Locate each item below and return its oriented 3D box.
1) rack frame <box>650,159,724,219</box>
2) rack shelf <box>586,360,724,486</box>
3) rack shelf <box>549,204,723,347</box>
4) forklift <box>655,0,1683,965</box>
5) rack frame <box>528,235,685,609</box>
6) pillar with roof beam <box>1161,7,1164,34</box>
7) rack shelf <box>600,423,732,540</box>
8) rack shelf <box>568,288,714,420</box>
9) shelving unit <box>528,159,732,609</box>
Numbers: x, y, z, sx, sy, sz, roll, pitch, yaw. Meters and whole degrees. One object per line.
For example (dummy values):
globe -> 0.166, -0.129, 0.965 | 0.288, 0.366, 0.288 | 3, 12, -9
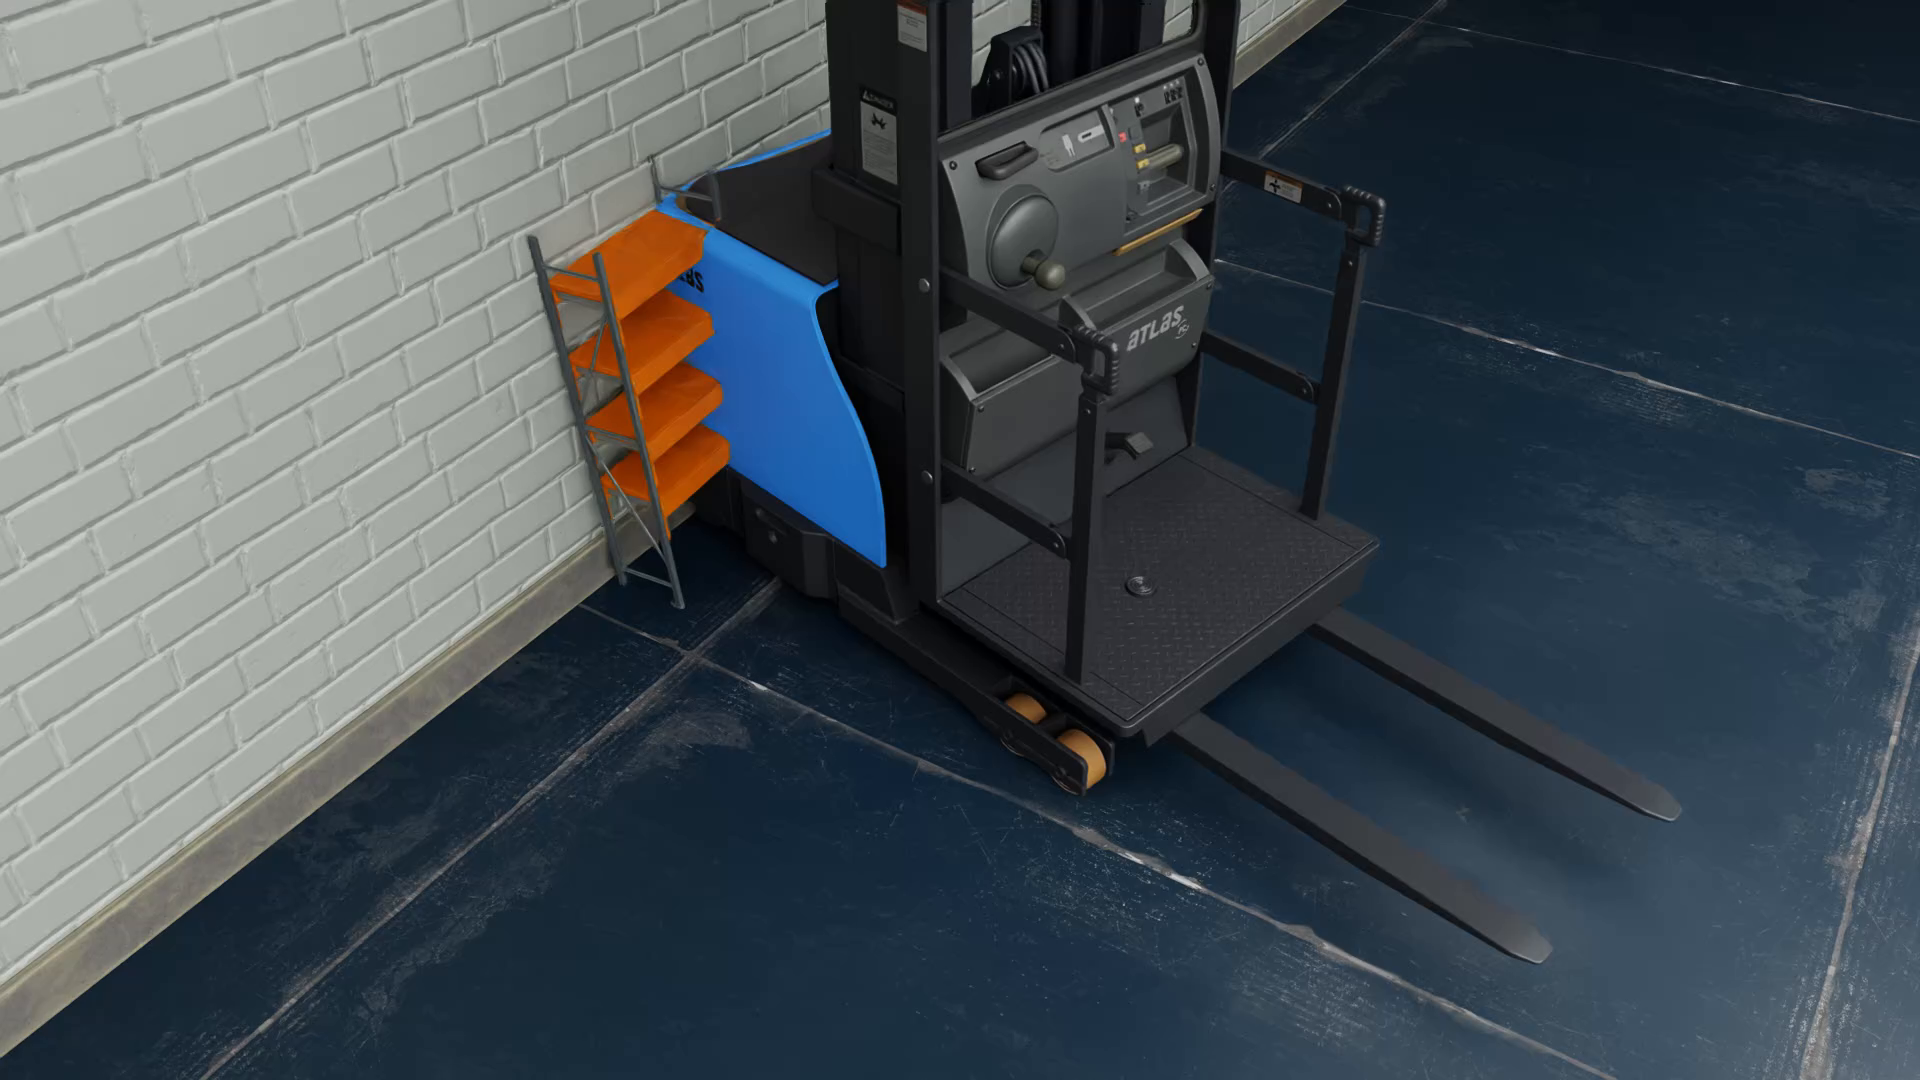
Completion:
rack frame -> -0.731, -0.569, 4.986 | 0.240, 1.200, 0.015 | 17, 44, 26
rack shelf -> -0.849, -0.379, 4.869 | 0.258, 0.148, 0.480 | 17, 44, 26
rack shelf -> -0.884, -0.738, 4.584 | 0.258, 0.148, 0.480 | 17, 44, 26
forklift -> 0.466, -0.853, 3.955 | 1.130, 2.935, 3.031 | -31, 47, -33
rack frame -> -0.977, -0.293, 4.668 | 0.240, 1.200, 0.015 | 17, 44, 26
pillar with roof beam -> 4.195, -3.473, 2.384 | 9.100, 9.000, 0.400 | 21, 42, 25
rack shelf -> -0.834, -0.224, 4.992 | 0.258, 0.148, 0.480 | 17, 44, 26
rack shelf -> -0.866, -0.553, 4.730 | 0.258, 0.148, 0.480 | 17, 44, 26
shelving unit -> -0.854, -0.431, 4.827 | 0.258, 1.200, 0.503 | 17, 44, 26
